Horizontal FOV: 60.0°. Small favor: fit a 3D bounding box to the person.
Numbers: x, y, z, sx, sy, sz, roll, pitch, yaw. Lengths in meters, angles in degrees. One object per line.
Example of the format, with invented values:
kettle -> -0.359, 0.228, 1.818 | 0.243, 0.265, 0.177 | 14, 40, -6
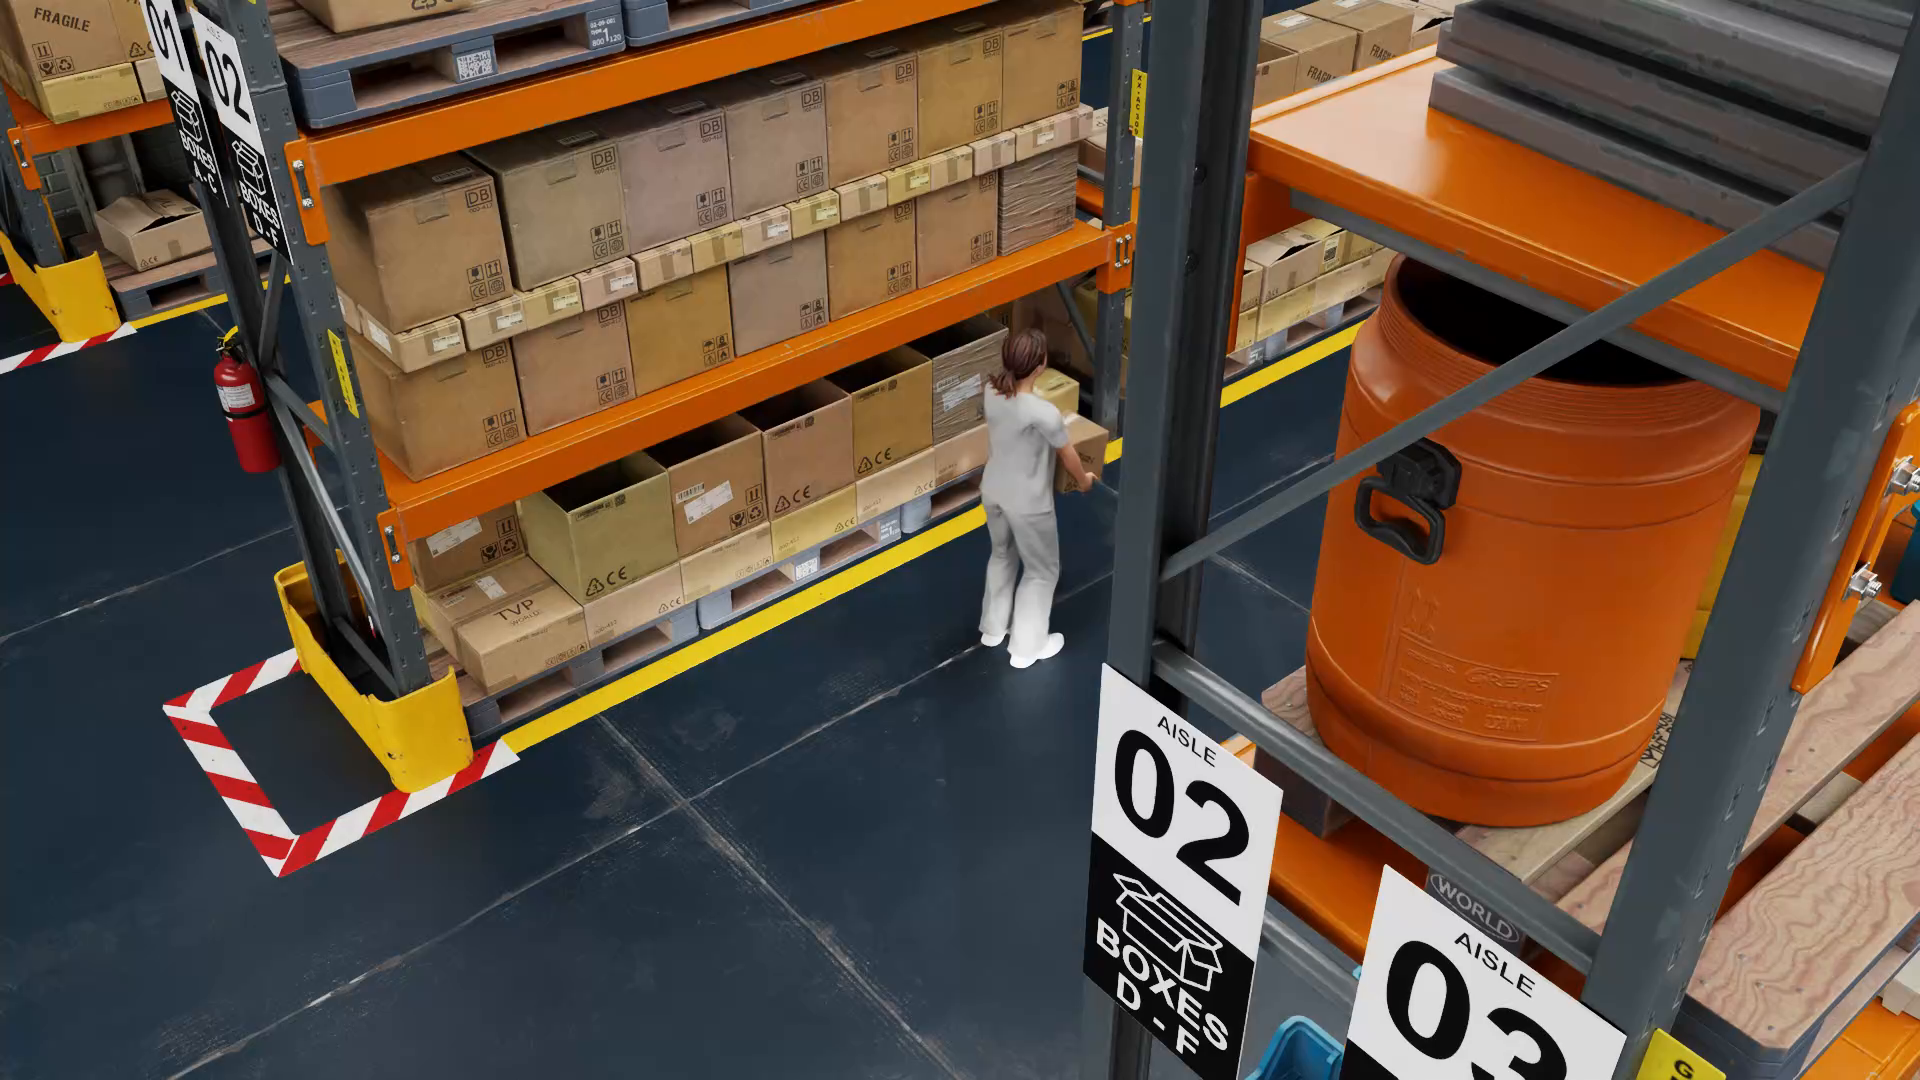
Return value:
person -> 0.331, -0.219, 7.391 | 0.501, 1.668, 0.411 | -28, 45, -33
